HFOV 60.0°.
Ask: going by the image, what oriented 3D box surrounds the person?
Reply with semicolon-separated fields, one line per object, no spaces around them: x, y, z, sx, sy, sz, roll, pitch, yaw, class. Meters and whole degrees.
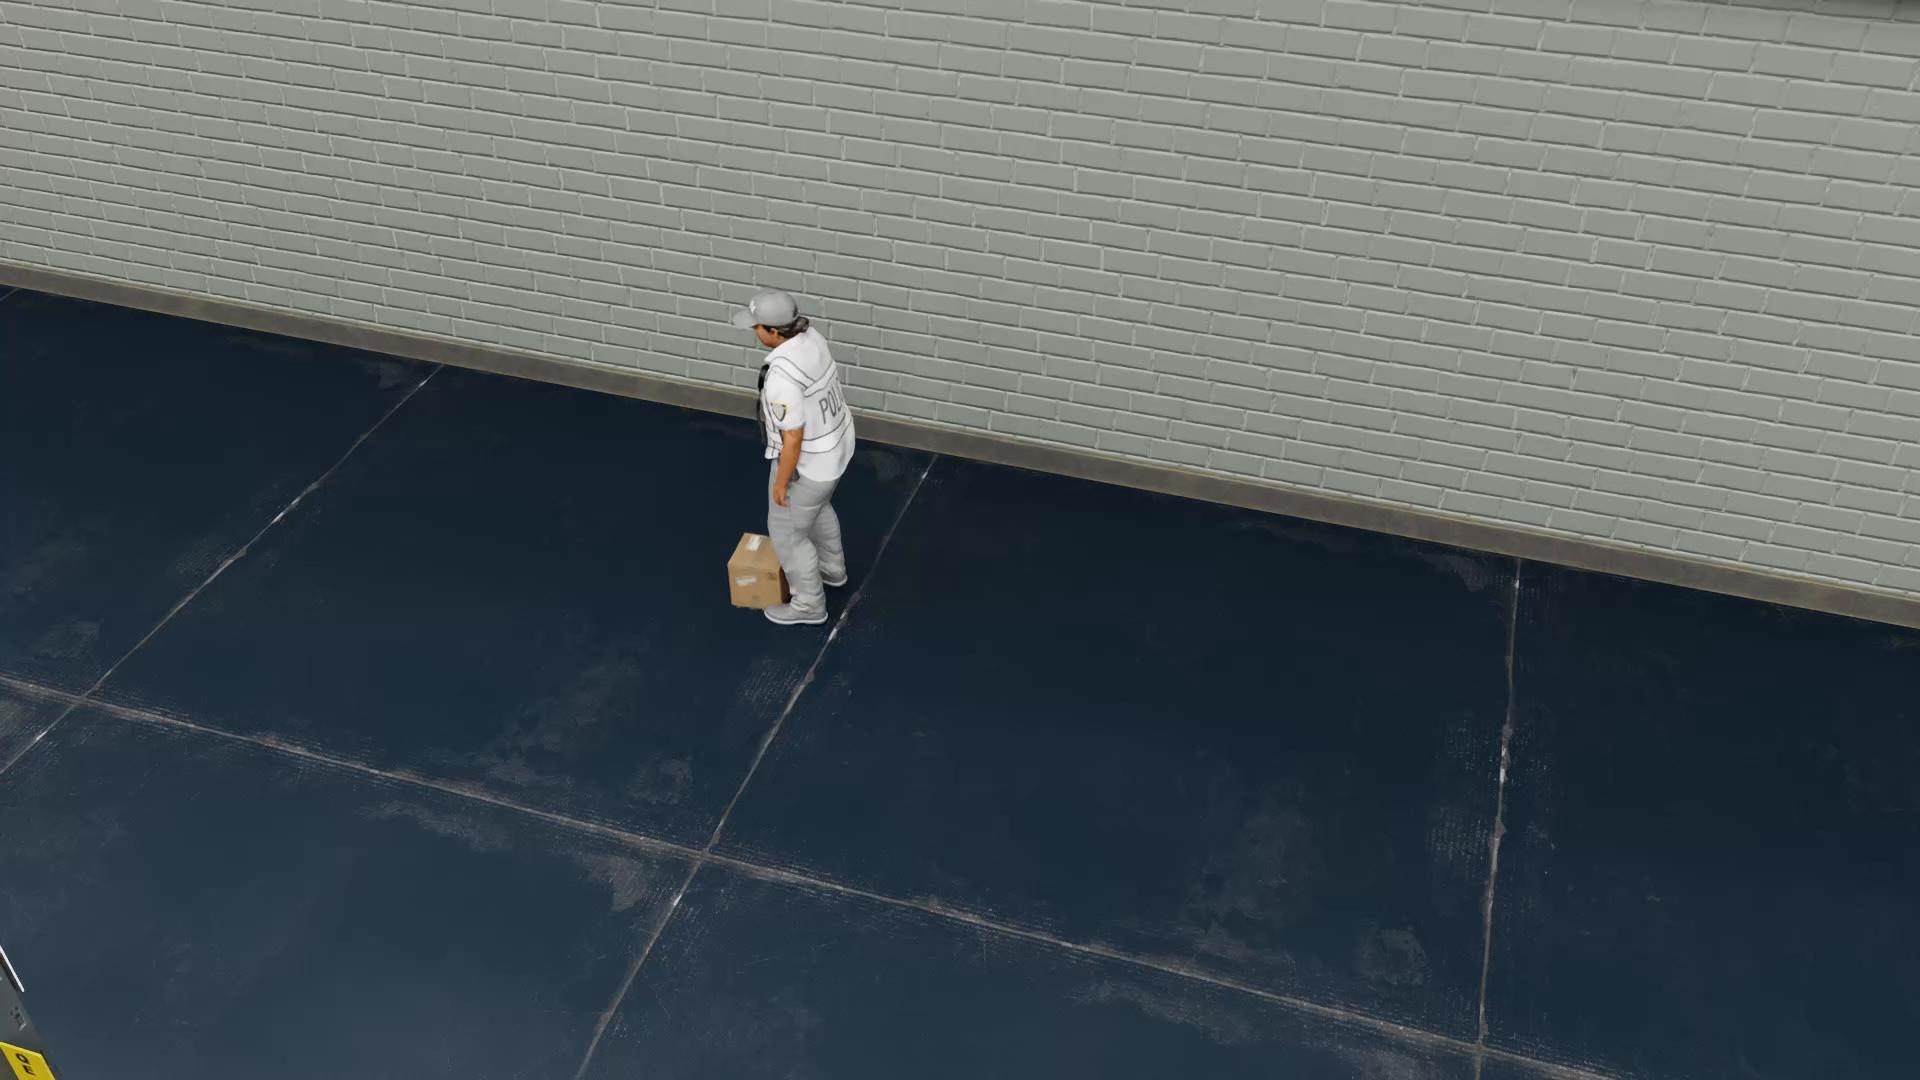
-0.718;-0.375;7.378;0.456;1.665;0.543;9;38;12;person
